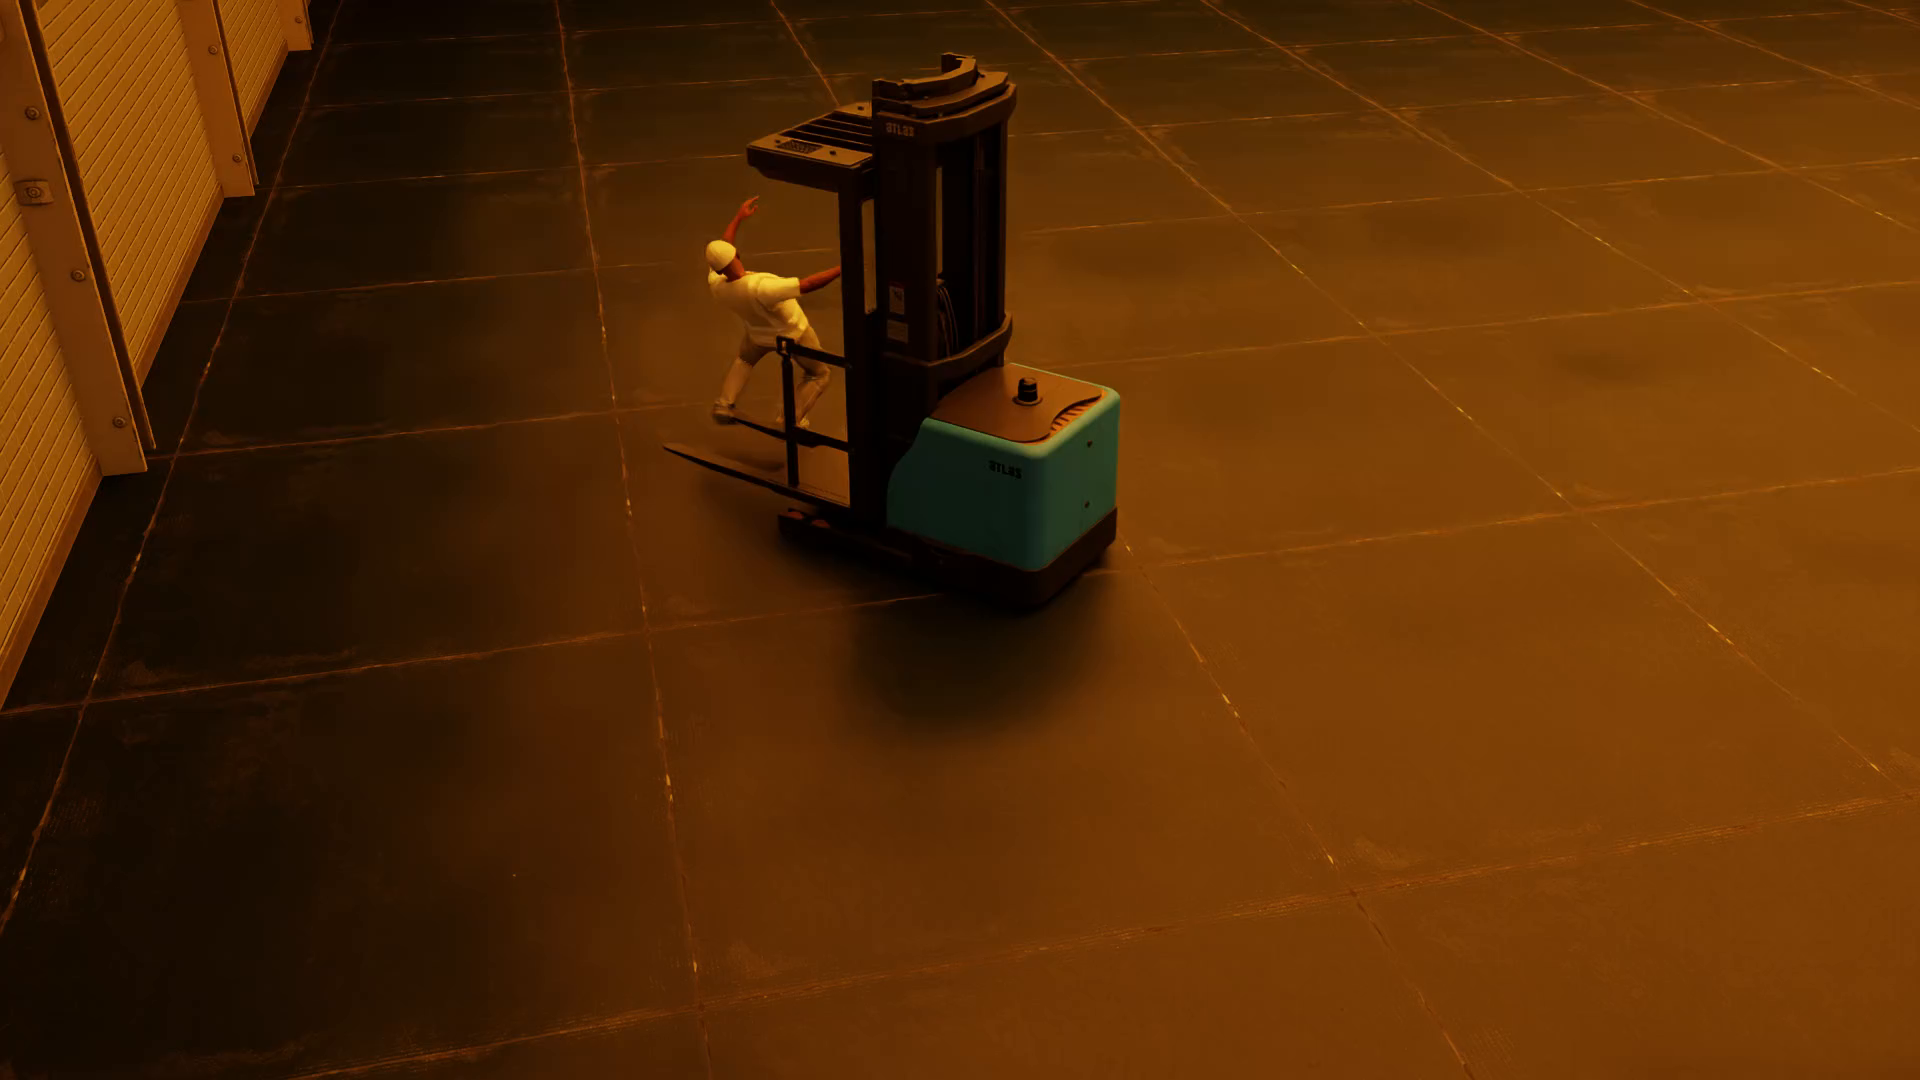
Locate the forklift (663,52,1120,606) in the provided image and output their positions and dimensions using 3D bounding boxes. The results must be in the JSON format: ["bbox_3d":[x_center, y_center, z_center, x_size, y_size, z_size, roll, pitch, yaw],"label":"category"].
[{"bbox_3d":[-0.544,-1.434,10.051,3.031,2.935,1.130,18,35,28],"label":"forklift"}]

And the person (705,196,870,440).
[{"bbox_3d":[-1.168,-1.405,11.153,1.100,1.576,0.710,12,32,20],"label":"person"}]
